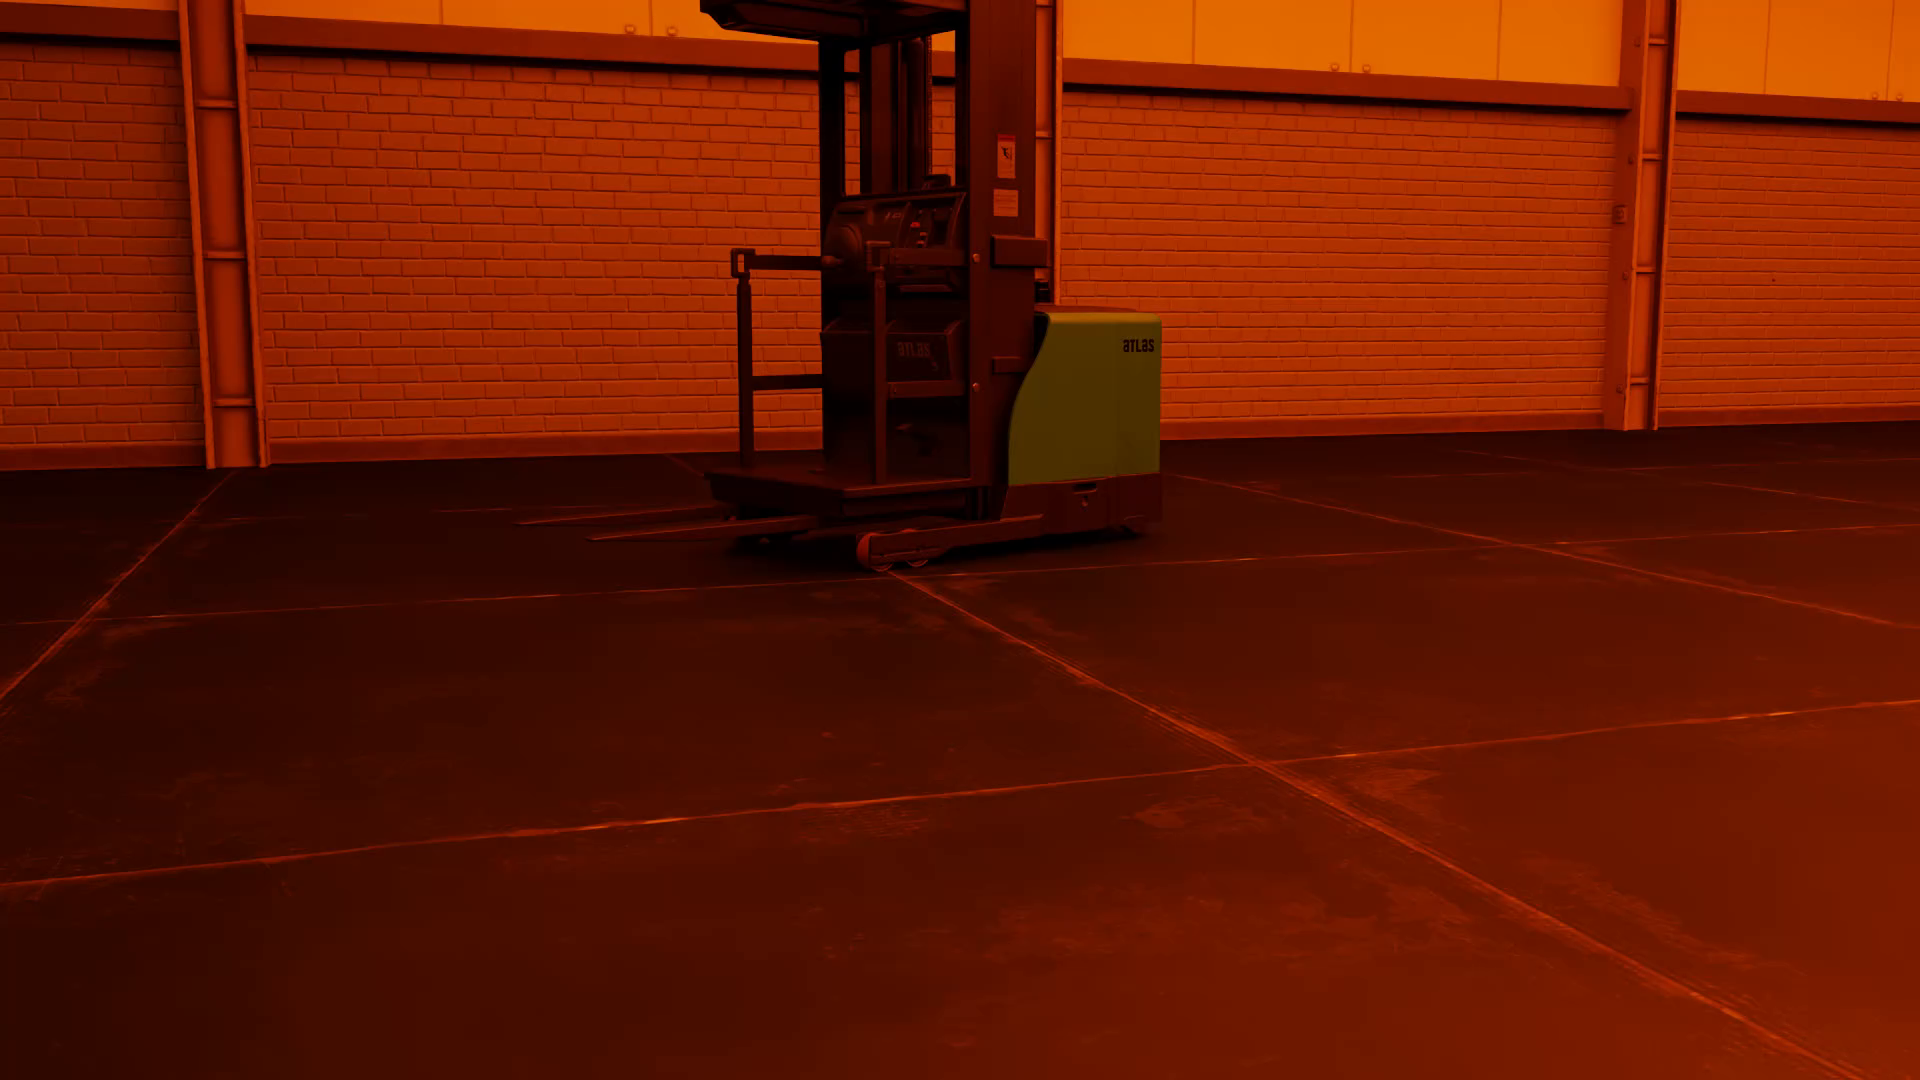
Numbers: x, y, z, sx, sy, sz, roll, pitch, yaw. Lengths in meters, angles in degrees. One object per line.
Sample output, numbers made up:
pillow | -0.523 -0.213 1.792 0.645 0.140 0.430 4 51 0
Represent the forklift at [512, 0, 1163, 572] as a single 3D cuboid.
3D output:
forklift | -0.461 -1.399 7.333 3.031 2.935 1.130 -7 10 -40
